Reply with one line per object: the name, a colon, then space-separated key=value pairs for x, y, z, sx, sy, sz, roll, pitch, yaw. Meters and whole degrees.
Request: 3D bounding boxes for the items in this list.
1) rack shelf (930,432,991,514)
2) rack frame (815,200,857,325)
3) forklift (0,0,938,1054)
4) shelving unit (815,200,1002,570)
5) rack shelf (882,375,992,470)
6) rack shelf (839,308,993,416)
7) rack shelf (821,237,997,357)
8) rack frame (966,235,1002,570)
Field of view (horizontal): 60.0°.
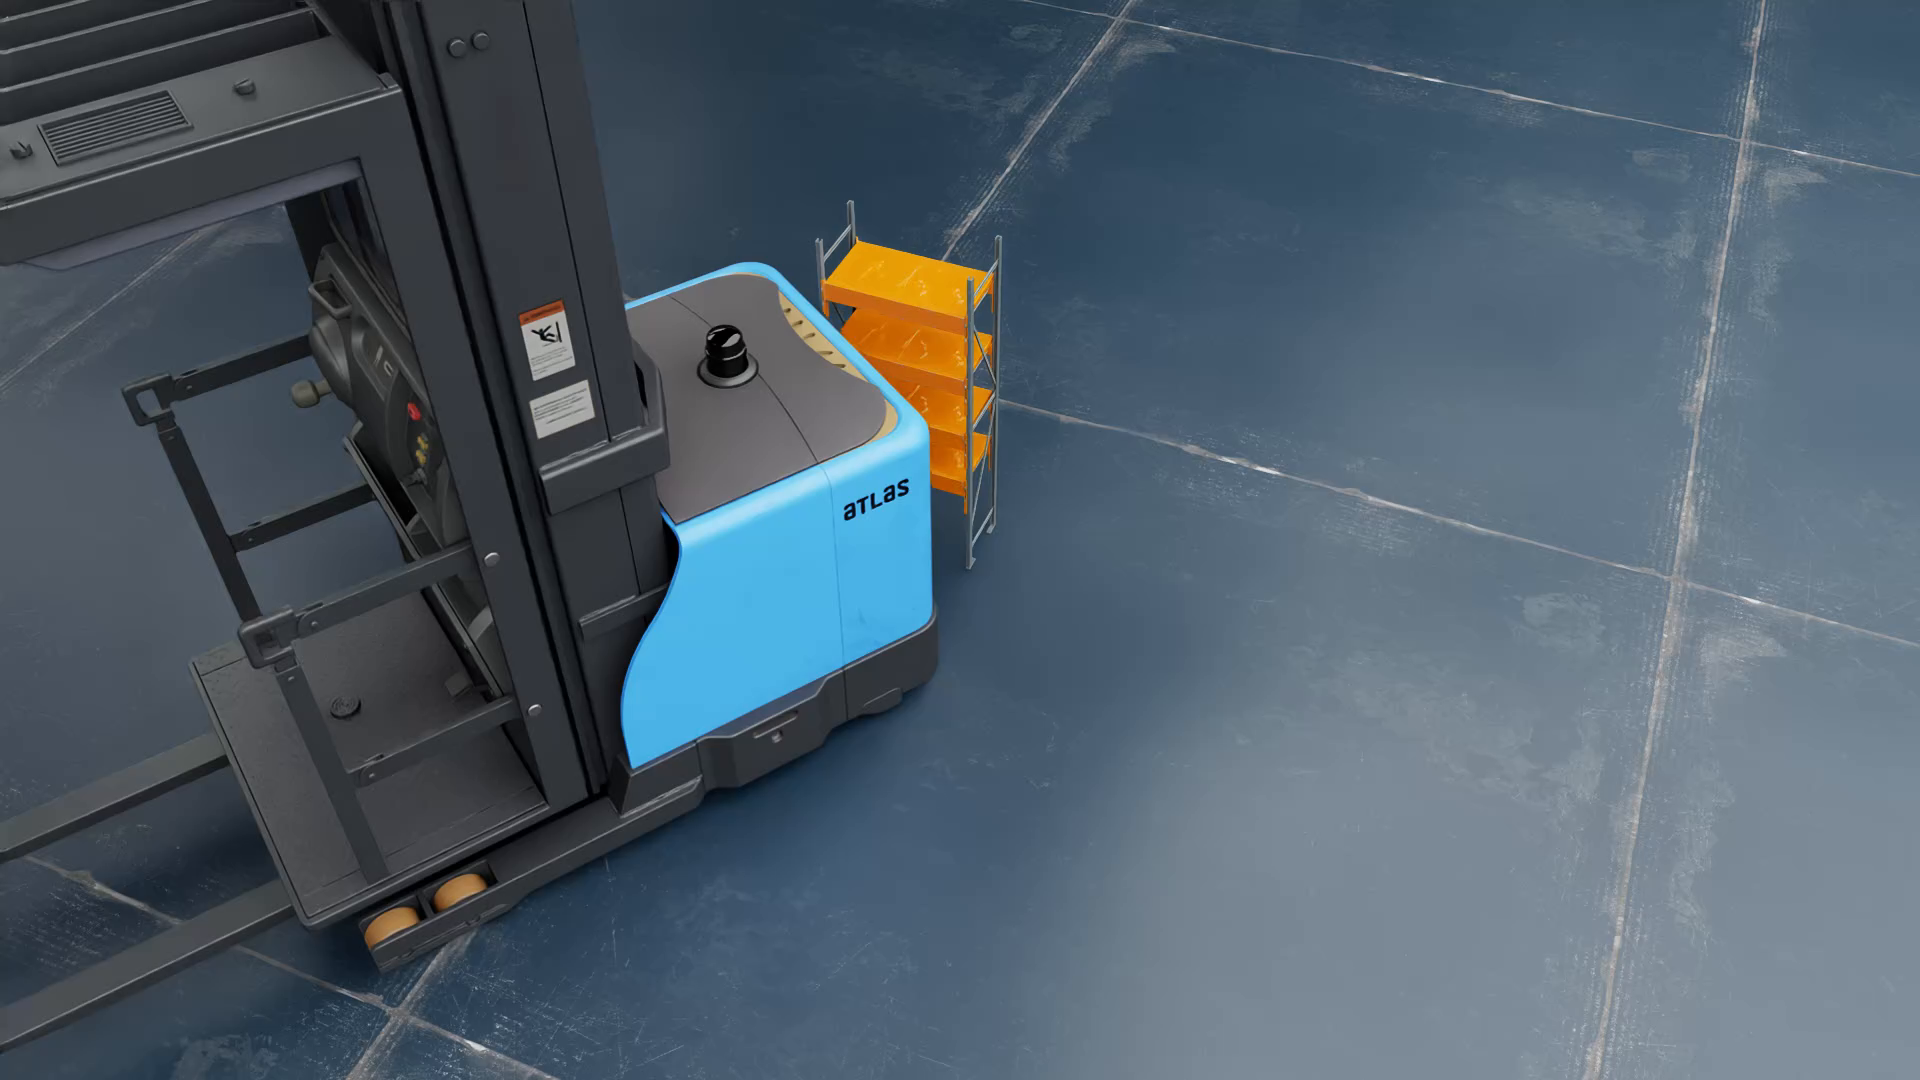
rack shelf: x=-0.153 y=-0.282 z=5.559 sx=0.480 sy=0.148 sz=0.258 roll=16 pitch=47 yaw=16
rack frame: x=-0.378 y=-0.537 z=5.439 sx=0.015 sy=1.200 sz=0.240 roll=16 pitch=47 yaw=16
forklift: x=-1.580 y=-0.298 z=3.972 sx=3.031 sy=2.935 sz=1.130 roll=-25 pitch=50 yaw=-23
shelving unit: x=-0.153 y=-0.470 z=5.372 sx=0.503 sy=1.200 sz=0.258 roll=16 pitch=47 yaw=16
rack shelf: x=-0.153 y=-0.423 z=5.419 sx=0.480 sy=0.148 sz=0.258 roll=16 pitch=47 yaw=16
rack shelf: x=-0.153 y=-0.581 z=5.262 sx=0.480 sy=0.148 sz=0.258 roll=16 pitch=47 yaw=16
rack shelf: x=-0.153 y=-0.749 z=5.095 sx=0.480 sy=0.148 sz=0.258 roll=16 pitch=47 yaw=16
rack frame: x=0.072 y=-0.404 z=5.305 sx=0.015 sy=1.200 sz=0.240 roll=16 pitch=47 yaw=16
